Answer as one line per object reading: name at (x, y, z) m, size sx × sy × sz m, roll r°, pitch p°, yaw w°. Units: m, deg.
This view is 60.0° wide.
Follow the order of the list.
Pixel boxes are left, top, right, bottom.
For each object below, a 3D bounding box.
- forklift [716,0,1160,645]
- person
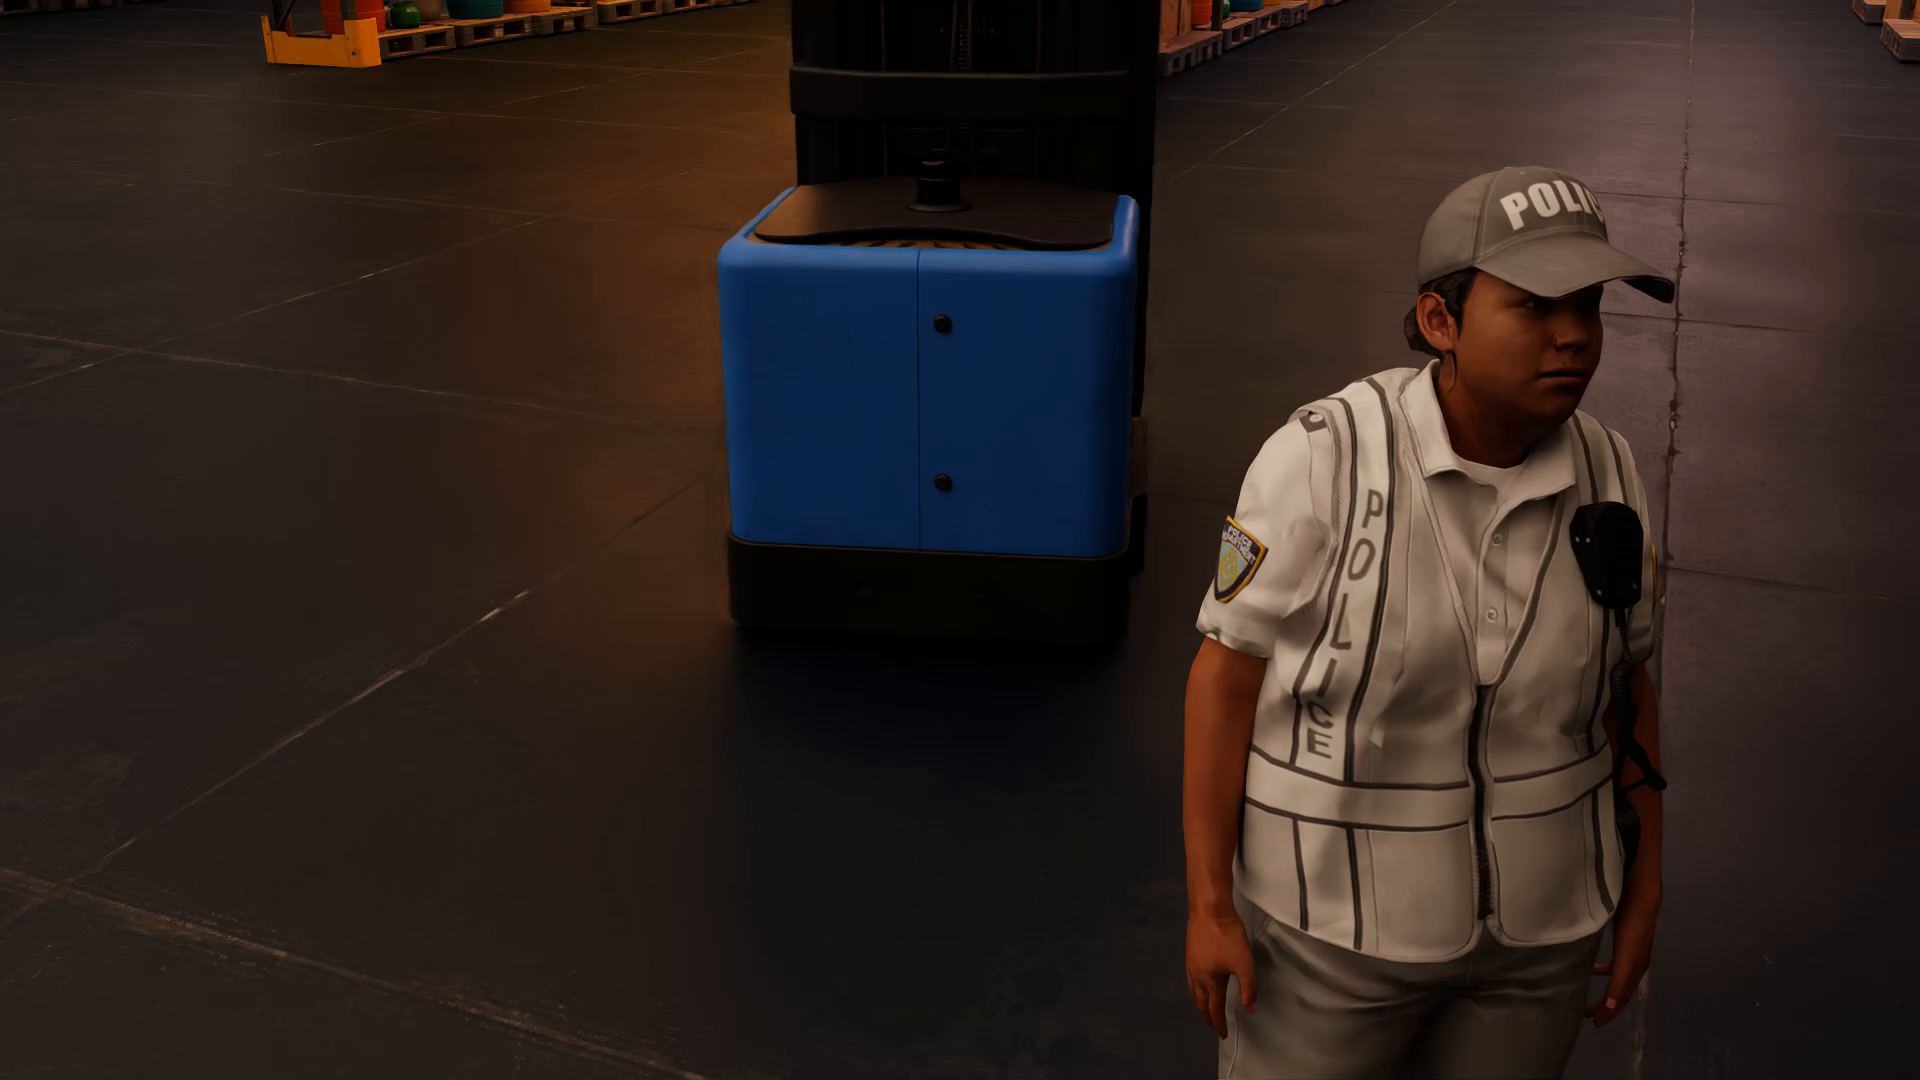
forklift at (0.073, -1.614, 5.155) m, size 1.130 × 2.935 × 3.031 m, roll 3°, pitch 23°, yaw 6°
person at (0.514, 0.453, 1.832) m, size 0.597 × 1.669 × 0.530 m, roll -3°, pitch 23°, yaw -7°
